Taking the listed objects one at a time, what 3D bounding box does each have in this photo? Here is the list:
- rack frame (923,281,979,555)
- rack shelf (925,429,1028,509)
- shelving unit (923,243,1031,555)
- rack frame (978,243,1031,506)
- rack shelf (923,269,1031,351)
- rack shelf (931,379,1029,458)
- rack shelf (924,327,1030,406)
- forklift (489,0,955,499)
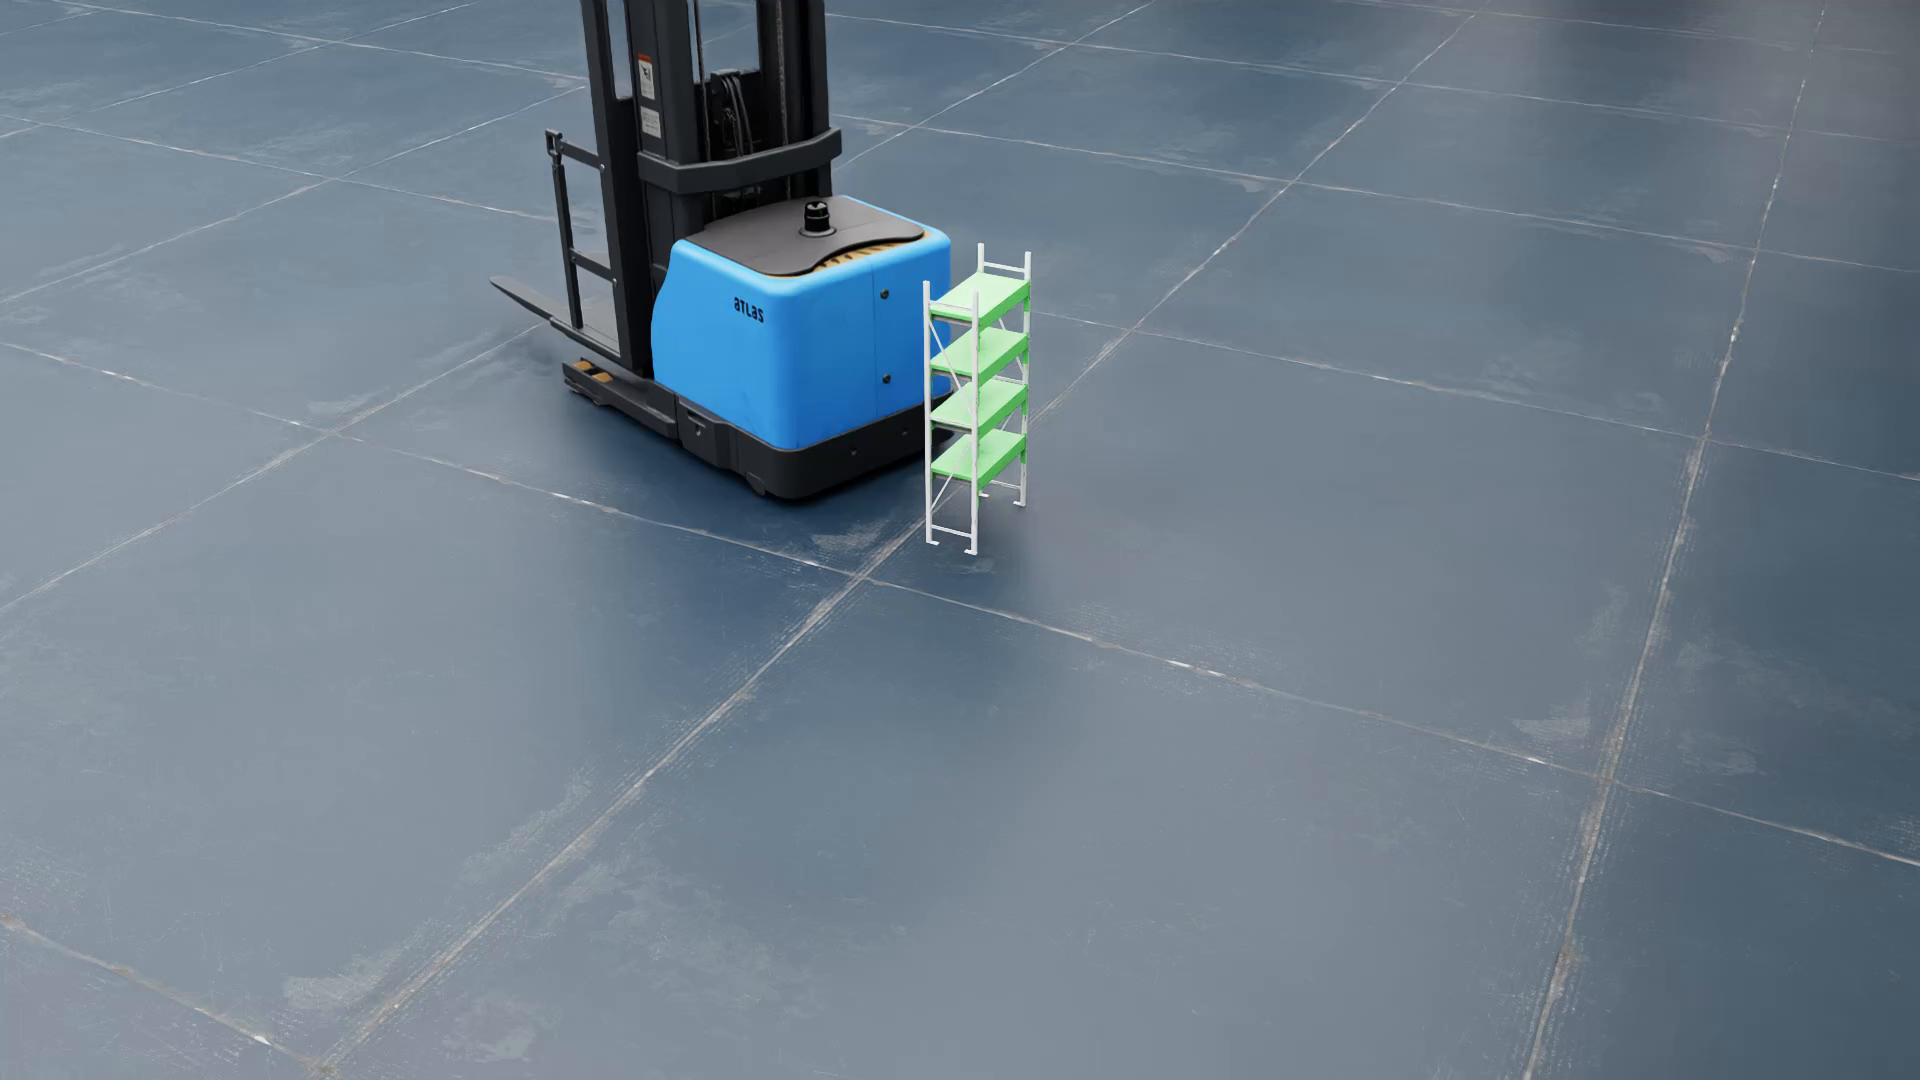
[{"bbox_3d":[-0.036,-0.486,6.891,0.240,1.200,0.015,14,33,23],"label":"rack frame"},{"bbox_3d":[0.075,-0.330,7.230,0.258,0.148,0.480,14,33,23],"label":"rack shelf"},{"bbox_3d":[0.075,-0.594,7.079,0.258,1.200,0.503,14,33,23],"label":"shelving unit"},{"bbox_3d":[0.187,-0.702,7.267,0.240,1.200,0.015,14,33,23],"label":"rack frame"},{"bbox_3d":[0.075,-0.955,6.872,0.258,0.148,0.480,14,33,23],"label":"rack shelf"},{"bbox_3d":[0.075,-0.538,7.111,0.258,0.148,0.480,14,33,23],"label":"rack shelf"},{"bbox_3d":[0.075,-0.746,6.991,0.258,0.148,0.480,14,33,23],"label":"rack shelf"},{"bbox_3d":[-1.388,-2.103,7.970,1.130,2.935,3.031,-24,38,-36],"label":"forklift"}]
